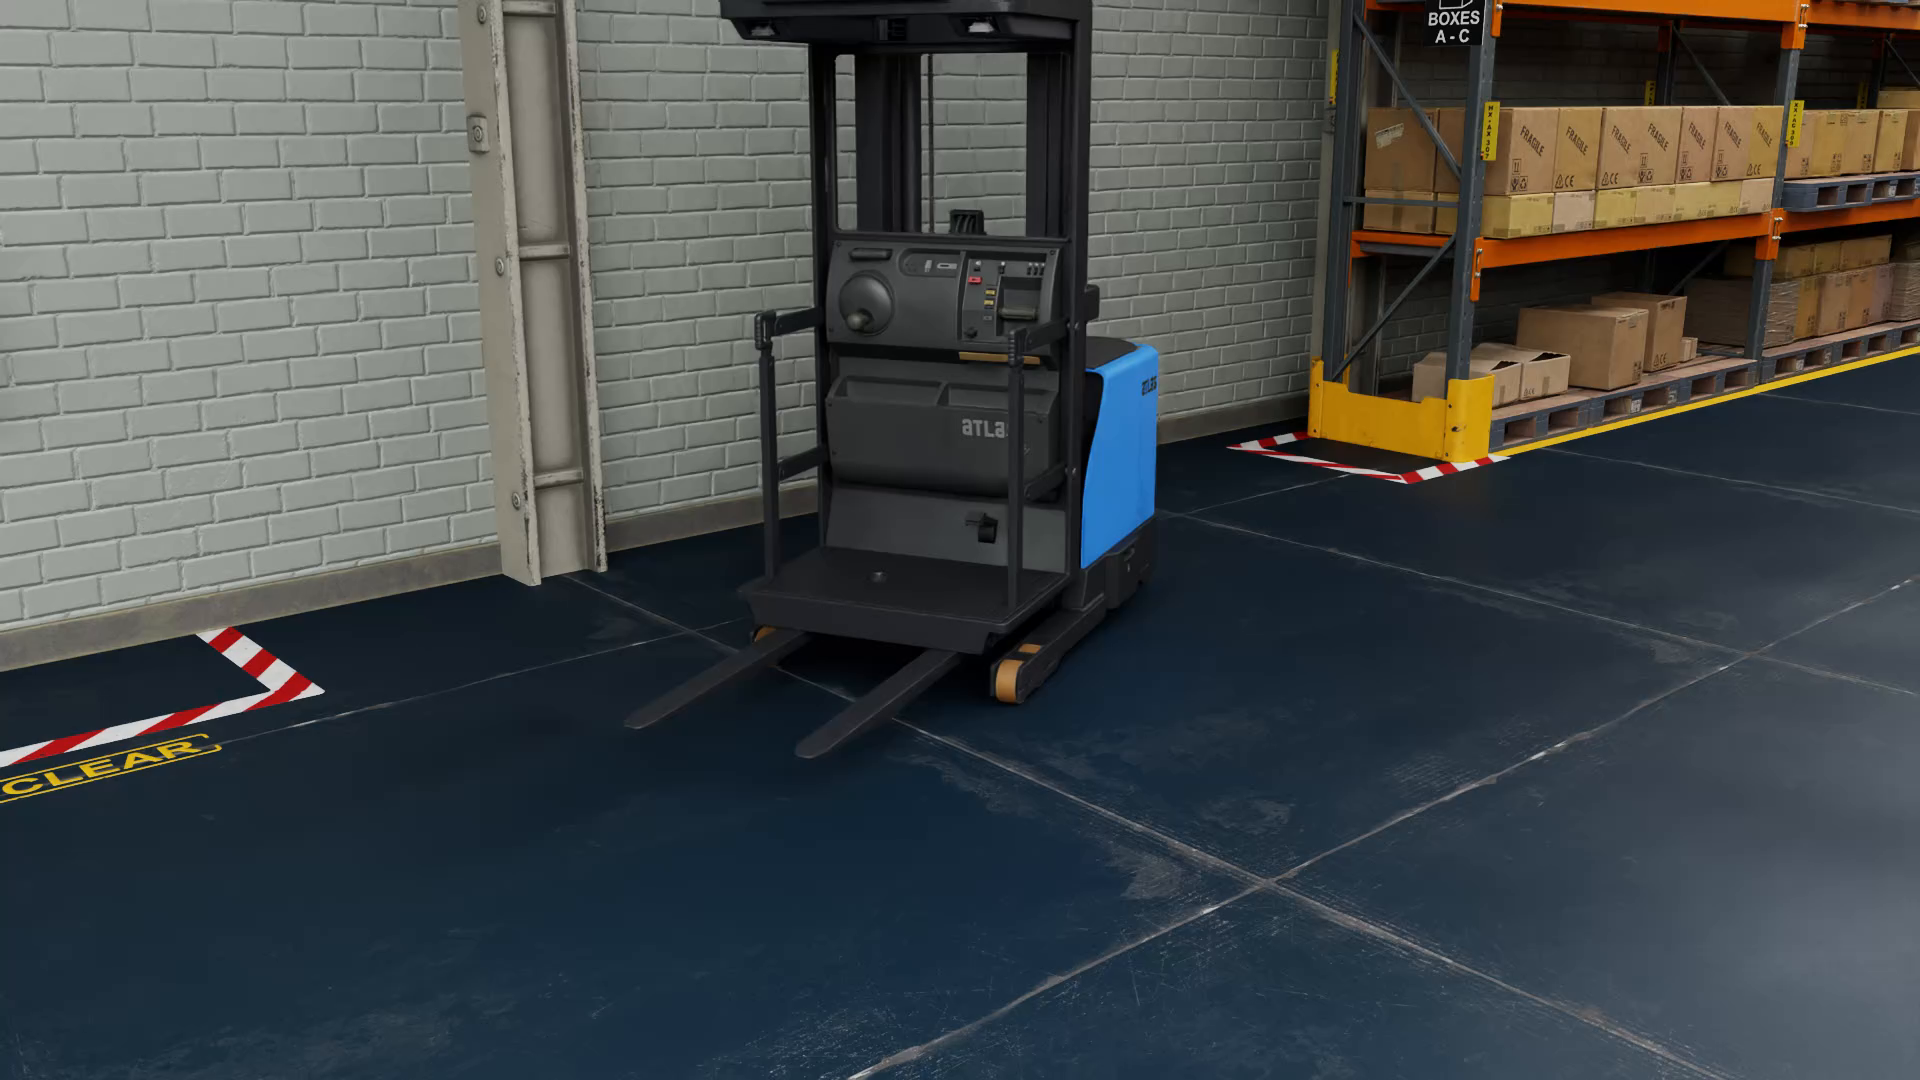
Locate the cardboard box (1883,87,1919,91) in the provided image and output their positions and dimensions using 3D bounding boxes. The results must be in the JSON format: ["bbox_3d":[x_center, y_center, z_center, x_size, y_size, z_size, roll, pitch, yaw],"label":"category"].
[{"bbox_3d":[8.891,-4.081,15.453,0.500,0.250,0.500,-12,19,-38],"label":"cardboard box"}]

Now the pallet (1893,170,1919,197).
[{"bbox_3d":[8.252,-3.155,14.622,1.003,0.211,1.213,-13,19,-39],"label":"pallet"}]

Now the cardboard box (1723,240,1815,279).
[{"bbox_3d":[6.576,-2.282,13.520,0.500,0.250,0.500,-13,20,-41],"label":"cardboard box"}]

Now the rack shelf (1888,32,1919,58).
[{"bbox_3d":[10.228,-4.830,16.101,4.000,0.370,1.077,-13,19,-39],"label":"rack shelf"}]

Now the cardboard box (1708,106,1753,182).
[{"bbox_3d":[5.175,-2.786,11.665,0.500,0.500,0.500,-13,20,-40],"label":"cardboard box"}]

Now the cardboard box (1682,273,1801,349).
[{"bbox_3d":[6.246,-1.845,13.335,0.500,0.500,0.700,-12,19,-38],"label":"cardboard box"}]

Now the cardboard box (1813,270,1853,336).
[{"bbox_3d":[7.014,-2.021,13.994,0.500,0.500,0.700,-12,19,-39],"label":"cardboard box"}]

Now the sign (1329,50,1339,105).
[{"bbox_3d":[2.335,-2.858,10.281,0.005,0.325,0.100,-13,19,-39],"label":"sign"}]

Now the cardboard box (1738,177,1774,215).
[{"bbox_3d":[5.543,-2.510,12.086,0.500,0.250,0.500,-13,19,-39],"label":"cardboard box"}]

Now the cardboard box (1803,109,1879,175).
[{"bbox_3d":[7.011,-3.263,13.608,0.500,0.500,0.700,-10,18,-32],"label":"cardboard box"}]

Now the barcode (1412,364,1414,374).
[{"bbox_3d":[3.016,-1.133,11.019,0.075,0.075,0.001,-13,19,-39],"label":"barcode"}]

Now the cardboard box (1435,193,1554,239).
[{"bbox_3d":[3.261,-1.992,10.149,0.500,0.250,0.500,-13,20,-41],"label":"cardboard box"}]

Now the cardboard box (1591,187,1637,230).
[{"bbox_3d":[4.031,-2.168,10.807,0.500,0.250,0.500,-13,20,-40],"label":"cardboard box"}]

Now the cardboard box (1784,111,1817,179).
[{"bbox_3d":[6.108,-3.052,12.819,0.500,0.500,0.700,-13,19,-39],"label":"cardboard box"}]

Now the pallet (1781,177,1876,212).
[{"bbox_3d":[6.374,-2.720,12.994,1.213,0.211,1.003,-13,19,-39],"label":"pallet"}]

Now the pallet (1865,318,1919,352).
[{"bbox_3d":[8.129,-1.910,14.993,1.213,0.211,1.003,-13,19,-39],"label":"pallet"}]

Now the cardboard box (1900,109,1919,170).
[{"bbox_3d":[7.967,-3.469,14.378,0.700,0.500,0.500,14,20,42],"label":"cardboard box"}]

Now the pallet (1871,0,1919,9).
[{"bbox_3d":[7.018,-4.331,13.202,1.003,0.211,1.213,-13,19,-39],"label":"pallet"}]

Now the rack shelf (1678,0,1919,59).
[{"bbox_3d":[7.210,-4.152,13.565,4.000,0.370,1.077,-13,19,-39],"label":"rack shelf"}]

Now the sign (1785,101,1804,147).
[{"bbox_3d":[6.064,-3.026,12.088,0.005,0.325,0.100,-13,19,-39],"label":"sign"}]

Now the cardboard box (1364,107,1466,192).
[{"bbox_3d":[2.900,-2.455,10.428,0.500,0.500,0.500,-13,20,-40],"label":"cardboard box"}]

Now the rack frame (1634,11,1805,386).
[{"bbox_3d":[5.702,-2.712,12.591,0.127,3.000,1.000,-13,19,-39],"label":"rack frame"}]

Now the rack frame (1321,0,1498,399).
[{"bbox_3d":[2.684,-2.034,10.054,0.127,3.000,1.000,-13,19,-39],"label":"rack frame"}]

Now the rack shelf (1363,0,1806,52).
[{"bbox_3d":[4.193,-3.475,11.028,4.000,0.370,1.077,-13,19,-39],"label":"rack shelf"}]

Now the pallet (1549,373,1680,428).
[{"bbox_3d":[4.297,-1.036,11.721,1.213,0.211,1.003,-13,19,-39],"label":"pallet"}]

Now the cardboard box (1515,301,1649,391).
[{"bbox_3d":[4.282,-1.350,11.483,0.500,0.500,0.700,-14,21,-43],"label":"cardboard box"}]

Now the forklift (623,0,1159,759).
[{"bbox_3d":[-0.155,-0.944,6.106,1.130,2.935,3.031,6,16,22],"label":"forklift"}]

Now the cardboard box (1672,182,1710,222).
[{"bbox_3d":[4.793,-2.339,11.446,0.500,0.250,0.500,-13,20,-40],"label":"cardboard box"}]

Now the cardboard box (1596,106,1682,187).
[{"bbox_3d":[4.397,-2.614,11.023,0.500,0.500,0.500,-12,19,-38],"label":"cardboard box"}]

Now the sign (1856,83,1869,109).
[{"bbox_3d":[8.352,-4.056,15.380,0.005,0.325,0.100,-13,19,-39],"label":"sign"}]

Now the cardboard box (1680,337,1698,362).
[{"bbox_3d":[5.318,-1.459,12.538,0.380,0.166,0.250,13,20,40],"label":"cardboard box"}]

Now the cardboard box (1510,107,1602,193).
[{"bbox_3d":[3.621,-2.438,10.364,0.500,0.500,0.500,-13,19,-39],"label":"cardboard box"}]

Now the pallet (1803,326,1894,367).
[{"bbox_3d":[7.209,-1.705,14.223,1.213,0.211,1.003,-13,19,-39],"label":"pallet"}]

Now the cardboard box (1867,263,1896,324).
[{"bbox_3d":[7.745,-2.198,14.657,0.500,0.500,0.700,-13,20,-39],"label":"cardboard box"}]

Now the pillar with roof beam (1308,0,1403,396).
[{"bbox_3d":[5.470,-4.382,7.216,0.400,9.000,9.100,-13,19,-39],"label":"pillar with roof beam"}]

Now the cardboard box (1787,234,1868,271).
[{"bbox_3d":[7.354,-2.452,14.156,0.500,0.250,0.500,-13,20,-40],"label":"cardboard box"}]

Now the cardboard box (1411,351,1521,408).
[{"bbox_3d":[3.265,-1.048,10.717,0.500,0.311,0.500,13,20,41],"label":"cardboard box"}]
